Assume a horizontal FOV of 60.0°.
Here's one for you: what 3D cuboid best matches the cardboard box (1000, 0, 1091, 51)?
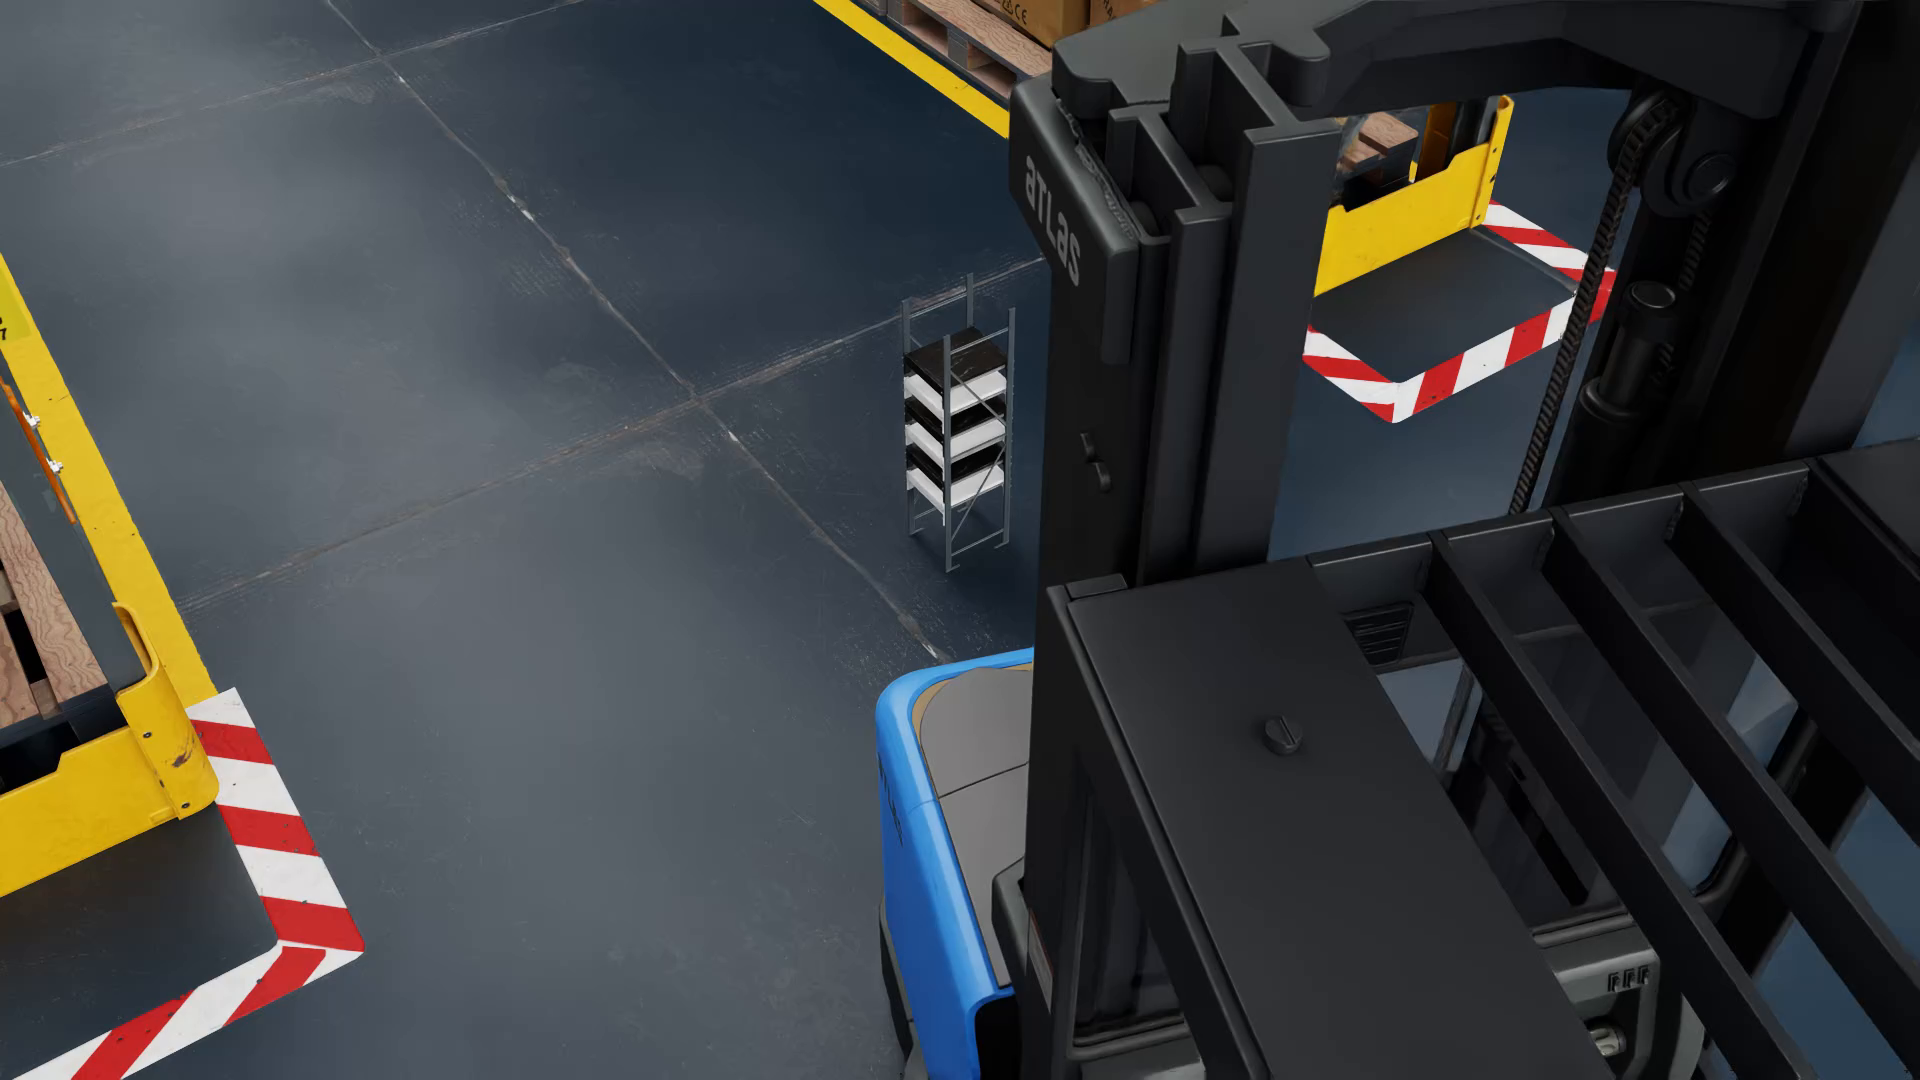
[{"bbox_3d":[0.517,-2.477,7.179,0.500,0.500,0.500,-21,48,-21],"label":"cardboard box"}]

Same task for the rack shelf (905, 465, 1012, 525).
[{"bbox_3d":[-0.005,-0.176,5.091,0.258,0.077,0.200,-26,49,-24],"label":"rack shelf"}]

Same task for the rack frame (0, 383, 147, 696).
[{"bbox_3d":[-2.489,-0.226,3.314,1.000,3.000,0.127,-26,49,-24],"label":"rack frame"}]

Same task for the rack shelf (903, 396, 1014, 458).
[{"bbox_3d":[-0.005,-0.371,4.905,0.258,0.077,0.200,-26,49,-24],"label":"rack shelf"}]

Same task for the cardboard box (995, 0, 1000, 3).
[{"bbox_3d":[0.234,-2.811,7.528,0.500,0.500,0.500,-30,51,-28],"label":"cardboard box"}]

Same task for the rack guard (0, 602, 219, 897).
[{"bbox_3d":[-2.571,0.654,4.203,1.175,0.500,0.348,-26,49,-24],"label":"rack guard"}]

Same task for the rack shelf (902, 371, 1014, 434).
[{"bbox_3d":[-0.005,-0.436,4.843,0.258,0.077,0.200,-26,49,-24],"label":"rack shelf"}]

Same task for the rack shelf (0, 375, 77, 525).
[{"bbox_3d":[-3.633,-1.098,4.749,1.077,0.370,4.000,-26,49,-24],"label":"rack shelf"}]

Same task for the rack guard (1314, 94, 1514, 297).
[{"bbox_3d":[1.530,-1.321,6.272,1.175,0.500,0.348,-26,49,-24],"label":"rack guard"}]

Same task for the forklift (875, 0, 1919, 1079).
[{"bbox_3d":[0.684,0.896,2.189,1.130,2.935,3.031,-10,45,-11],"label":"forklift"}]

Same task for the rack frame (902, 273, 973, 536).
[{"bbox_3d":[-0.063,-0.388,5.004,0.240,0.900,0.006,-26,49,-24],"label":"rack frame"}]

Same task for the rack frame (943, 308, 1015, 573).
[{"bbox_3d":[0.054,-0.273,4.884,0.240,0.900,0.006,-26,49,-24],"label":"rack frame"}]

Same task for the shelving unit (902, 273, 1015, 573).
[{"bbox_3d":[-0.005,-0.330,4.944,0.258,0.900,0.210,-26,49,-24],"label":"shelving unit"}]

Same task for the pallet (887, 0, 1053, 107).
[{"bbox_3d":[0.400,-2.381,7.591,1.003,0.211,1.213,-26,49,-24],"label":"pallet"}]

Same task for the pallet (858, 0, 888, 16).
[{"bbox_3d":[-0.302,-3.073,8.316,1.003,0.211,1.213,-26,49,-24],"label":"pallet"}]

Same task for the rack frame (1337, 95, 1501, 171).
[{"bbox_3d":[1.573,-2.182,5.364,1.000,3.000,0.127,-26,49,-24],"label":"rack frame"}]

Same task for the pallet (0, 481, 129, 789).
[{"bbox_3d":[-3.032,0.296,4.787,1.003,0.211,1.213,-26,49,-24],"label":"pallet"}]

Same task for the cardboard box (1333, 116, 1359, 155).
[{"bbox_3d":[1.230,-1.790,6.459,0.500,0.500,0.500,-17,46,-17],"label":"cardboard box"}]

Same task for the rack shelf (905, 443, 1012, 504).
[{"bbox_3d":[-0.005,-0.241,5.029,0.258,0.077,0.200,-26,49,-24],"label":"rack shelf"}]

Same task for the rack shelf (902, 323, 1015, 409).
[{"bbox_3d":[-0.005,-0.501,4.781,0.258,0.077,0.200,-26,49,-24],"label":"rack shelf"}]

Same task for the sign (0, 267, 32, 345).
[{"bbox_3d":[-2.036,-0.541,3.443,0.100,0.325,0.005,-26,49,-24],"label":"sign"}]

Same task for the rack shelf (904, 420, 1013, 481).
[{"bbox_3d":[-0.005,-0.306,4.967,0.258,0.077,0.200,-26,49,-24],"label":"rack shelf"}]

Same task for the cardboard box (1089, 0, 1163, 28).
[{"bbox_3d":[0.860,-2.115,6.800,0.500,0.500,0.500,-14,45,-14],"label":"cardboard box"}]

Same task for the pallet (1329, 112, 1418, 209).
[{"bbox_3d":[1.094,-1.691,6.868,1.003,0.211,1.213,-26,49,-24],"label":"pallet"}]
